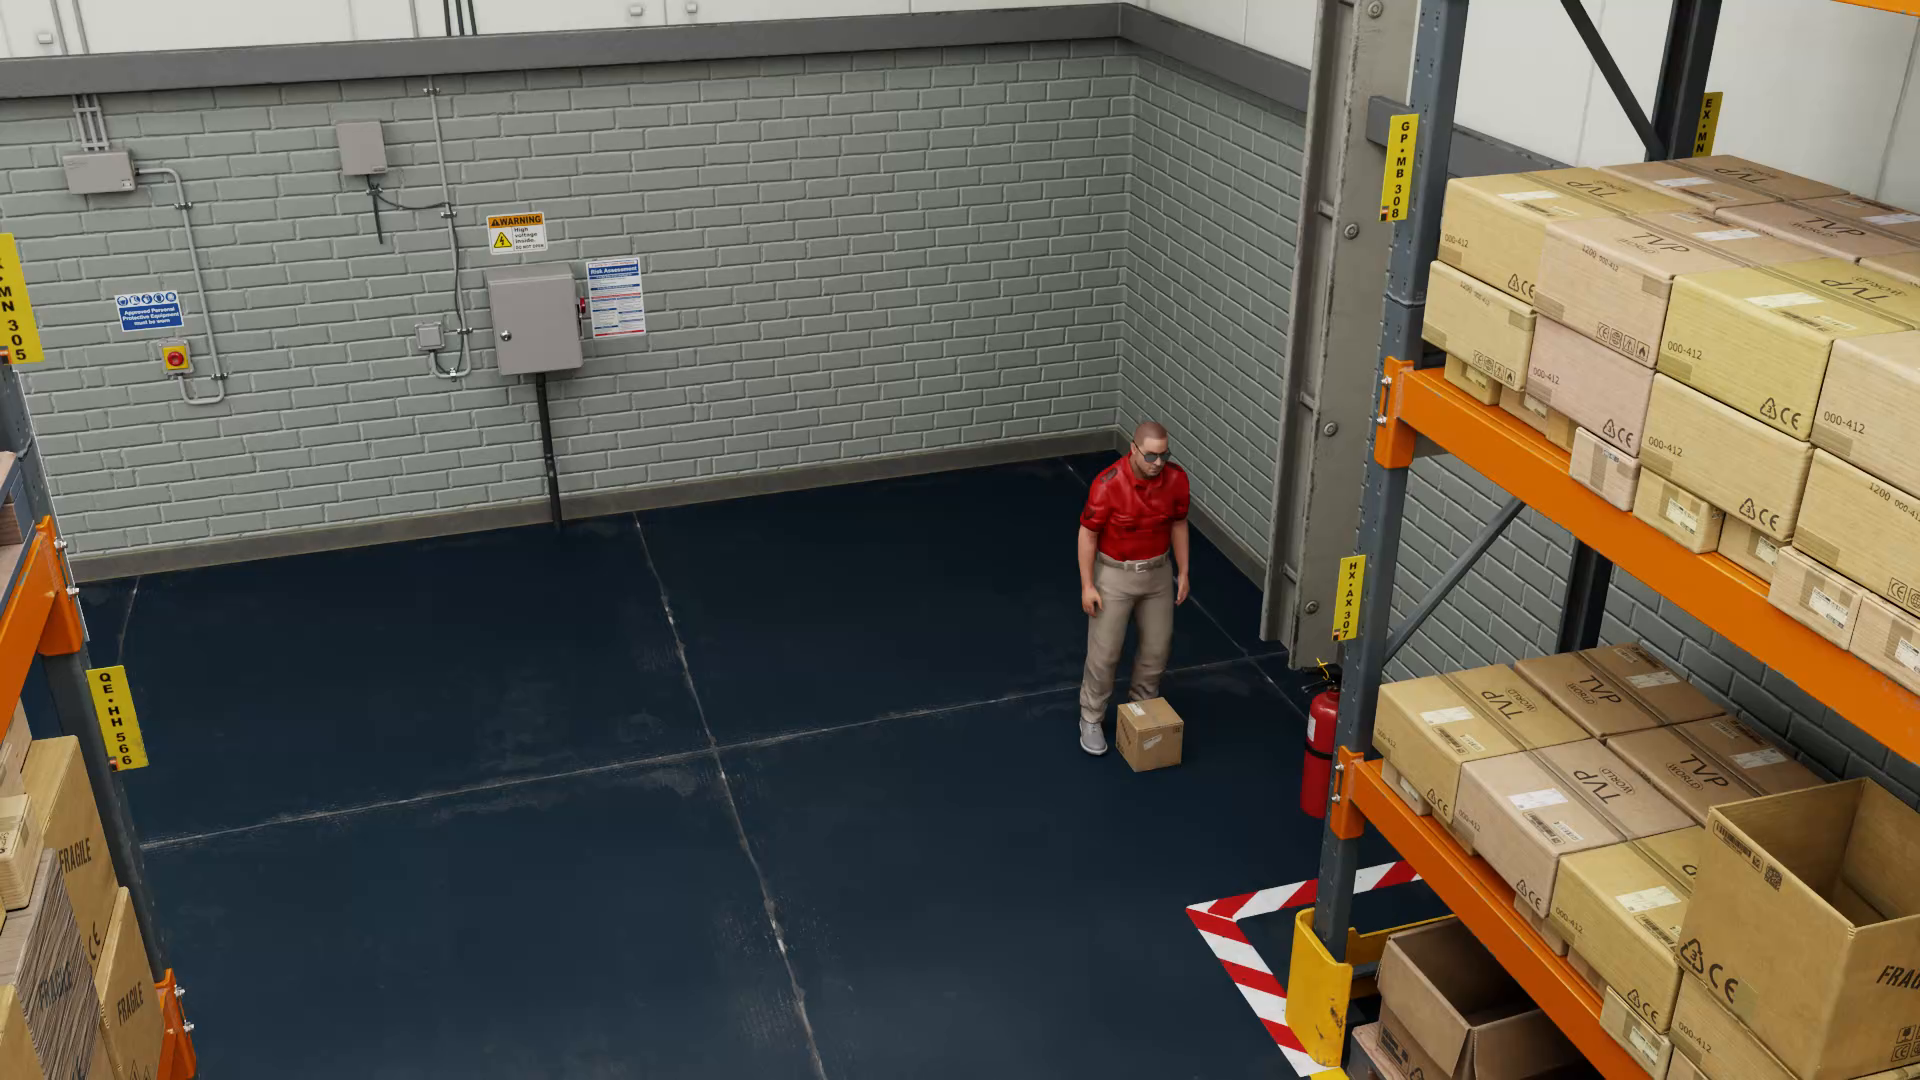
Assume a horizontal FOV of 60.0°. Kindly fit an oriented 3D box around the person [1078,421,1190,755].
[{"bbox_3d":[0.862,0.205,8.210,0.584,1.727,0.391,-8,27,-16],"label":"person"}]
